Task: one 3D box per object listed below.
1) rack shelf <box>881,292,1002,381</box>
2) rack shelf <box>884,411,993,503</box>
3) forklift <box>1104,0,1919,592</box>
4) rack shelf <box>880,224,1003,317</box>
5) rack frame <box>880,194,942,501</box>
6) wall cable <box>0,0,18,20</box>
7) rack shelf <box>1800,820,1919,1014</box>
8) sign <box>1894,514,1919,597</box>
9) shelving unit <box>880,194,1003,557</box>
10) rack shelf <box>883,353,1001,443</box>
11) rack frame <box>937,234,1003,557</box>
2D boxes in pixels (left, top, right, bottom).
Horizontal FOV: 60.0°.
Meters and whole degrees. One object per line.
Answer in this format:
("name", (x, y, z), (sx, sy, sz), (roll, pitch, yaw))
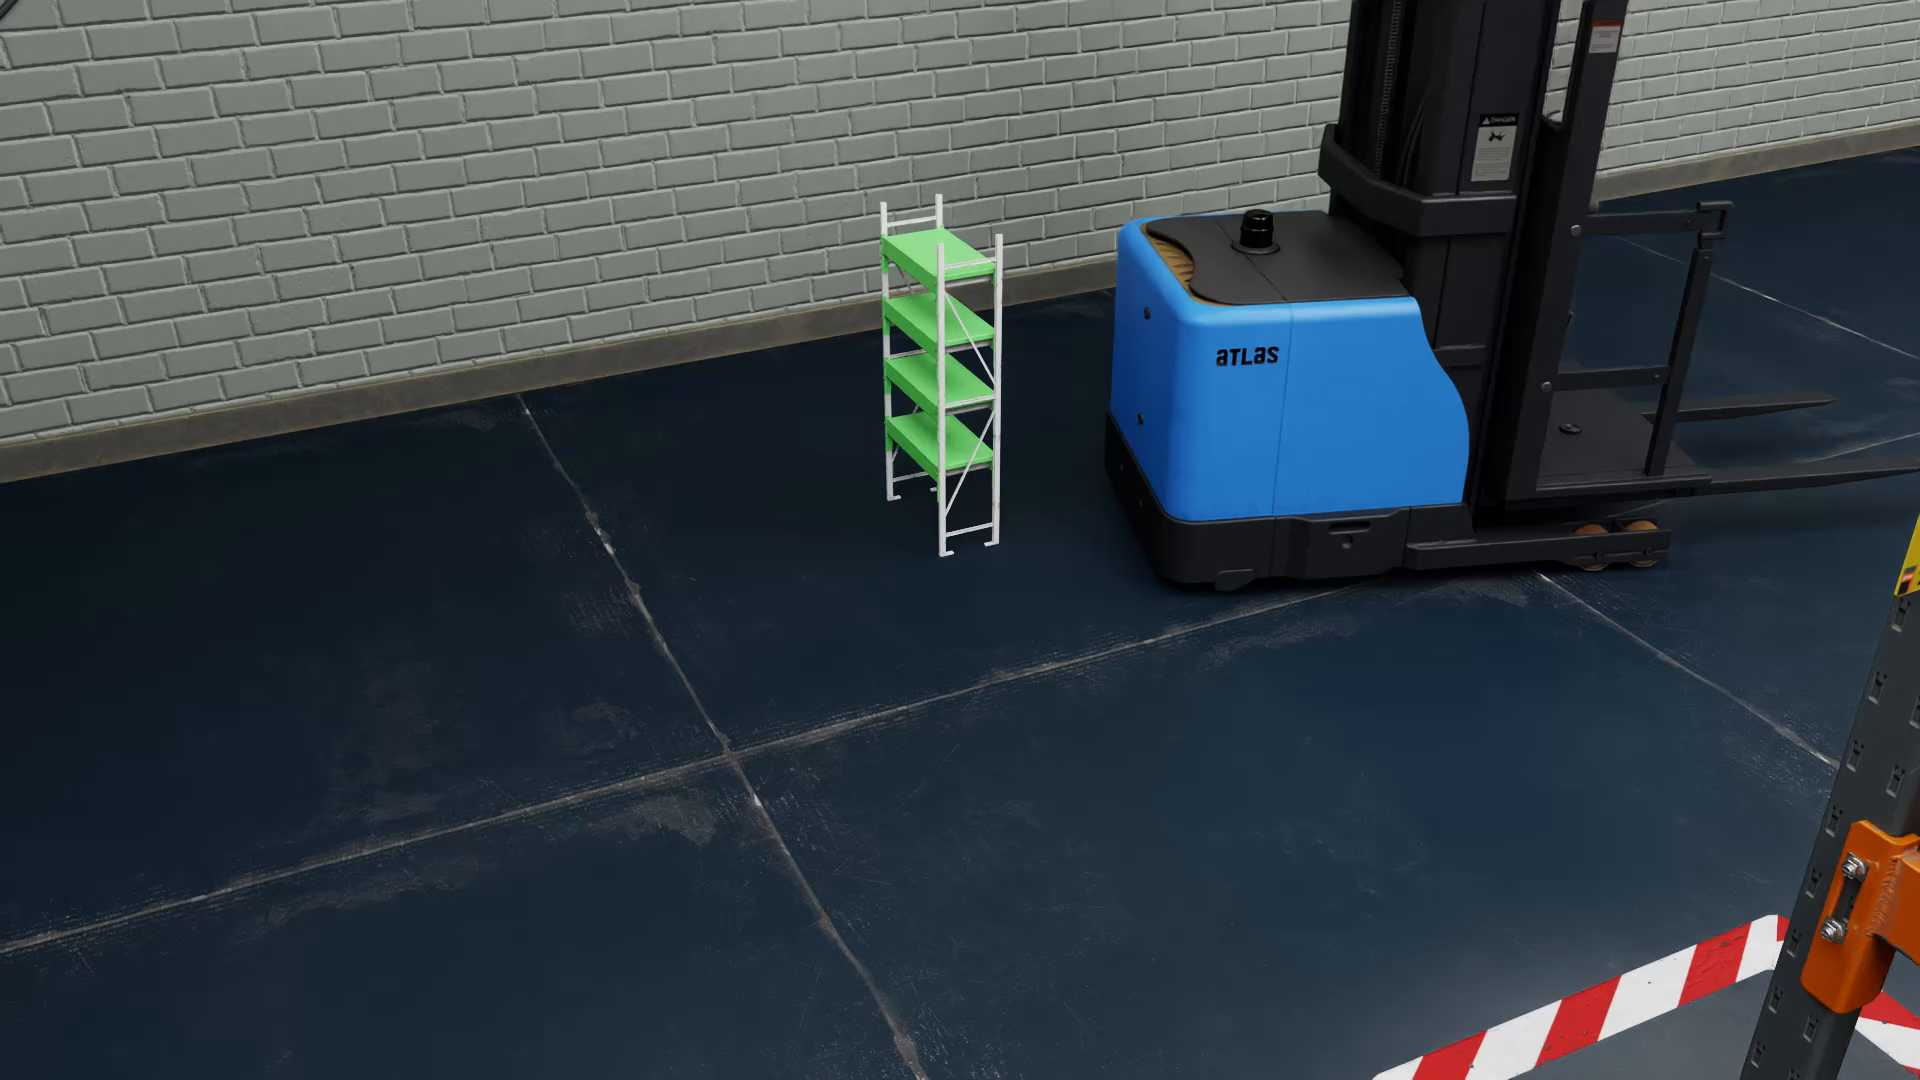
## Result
("rack shelf", (-0.071, -0.750, 6.001), (0.258, 0.148, 0.480), (-13, 32, -22))
("rack shelf", (-0.071, -0.331, 6.236), (0.258, 0.148, 0.480), (-13, 32, -22))
("forklift", (2.137, -1.417, 5.781), (3.031, 2.935, 1.130), (-4, 30, -7))
("rack shelf", (-0.071, -0.959, 5.883), (0.258, 0.148, 0.480), (-13, 32, -22))
("rack frame", (-0.176, -0.704, 6.279), (0.240, 1.200, 0.015), (-13, 32, -22))
("wall cable", (-4.648, -2.599, 4.858), (3.097, 2.526, 0.112), (-13, 32, -22))
("rack shelf", (2.788, 1.393, 1.435), (1.077, 0.370, 4.000), (-13, 32, -22))
("sign", (1.439, -0.068, 2.420), (0.100, 0.325, 0.005), (-13, 32, -22))
("shelving unit", (-0.071, -0.596, 6.087), (0.258, 1.200, 0.503), (-13, 32, -22))
("rack shelf", (-0.071, -0.541, 6.118), (0.258, 0.148, 0.480), (-13, 32, -22))
("rack frame", (0.034, -0.489, 5.895), (0.240, 1.200, 0.015), (-13, 32, -22))
